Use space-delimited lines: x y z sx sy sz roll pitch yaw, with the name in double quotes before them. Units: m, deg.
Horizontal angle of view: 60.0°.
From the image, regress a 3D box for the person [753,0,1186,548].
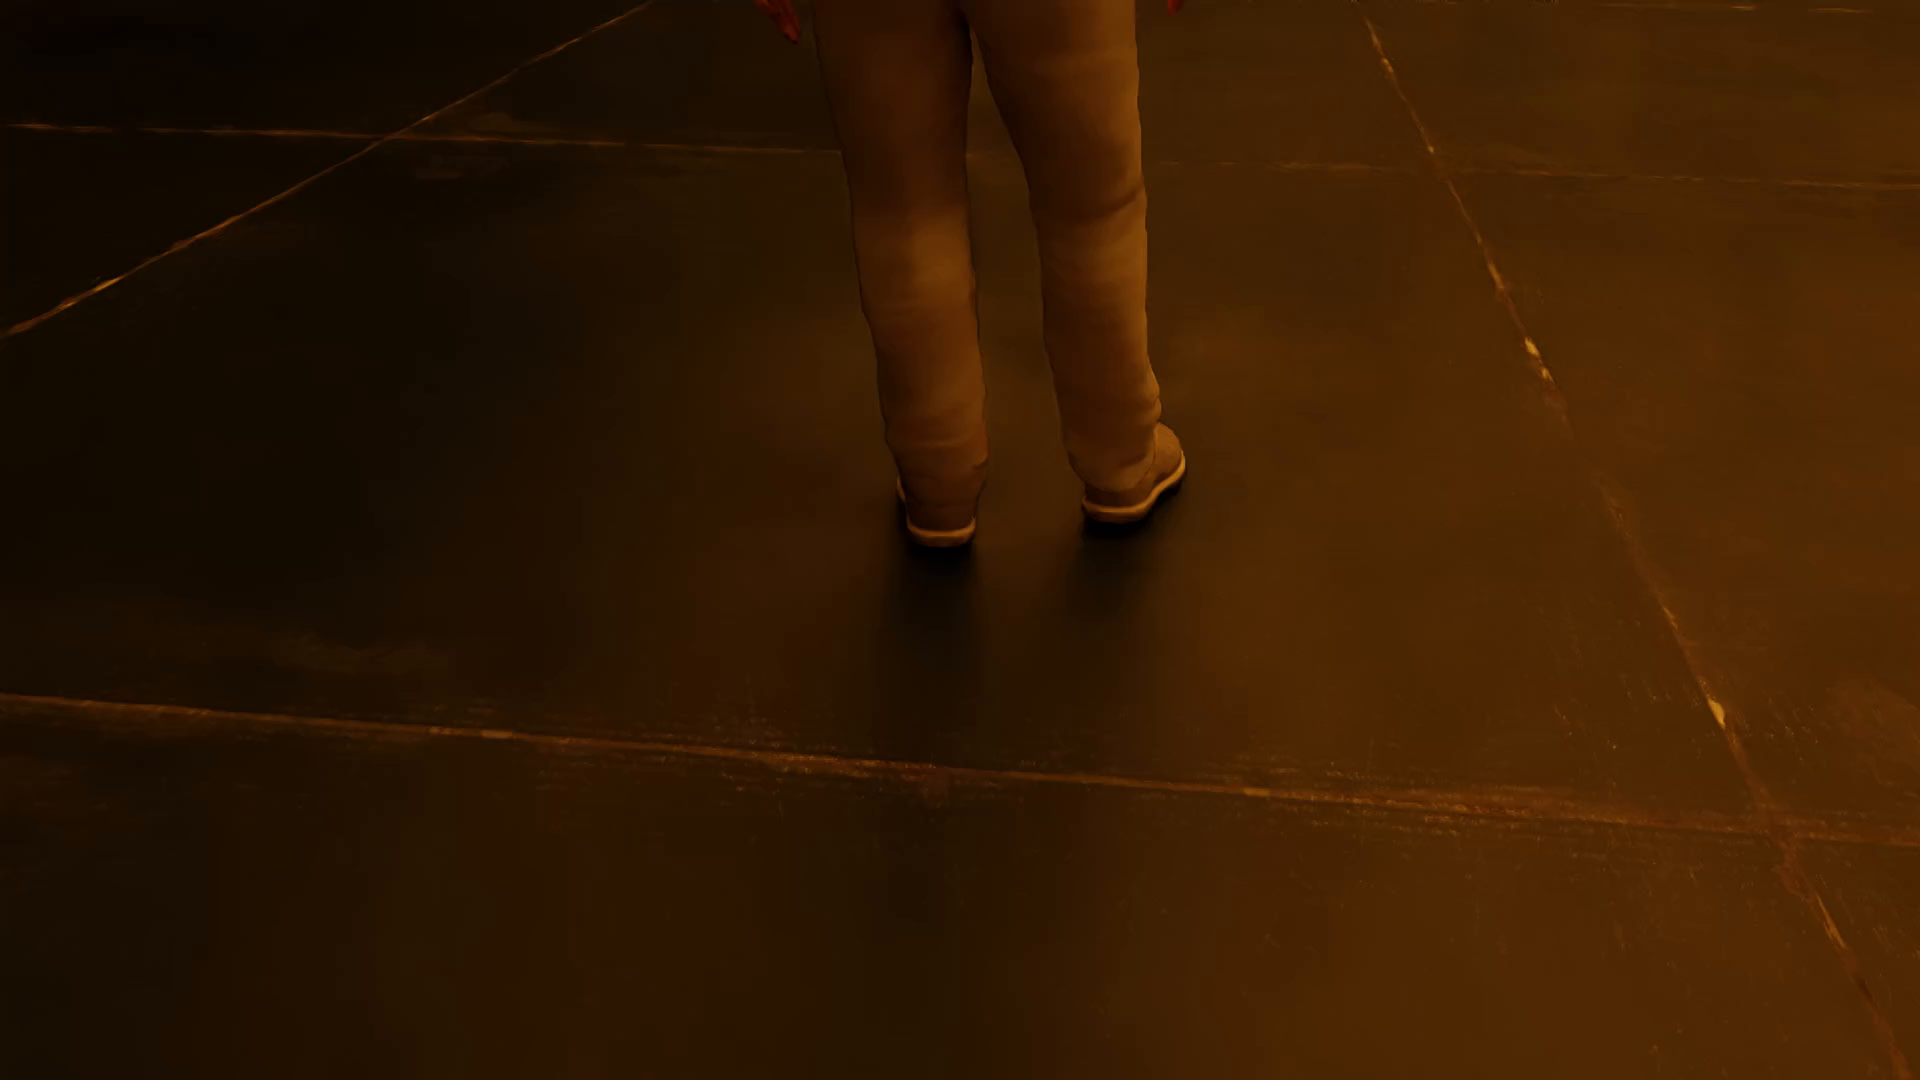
"person" 0.022 -0.838 2.166 0.640 1.781 0.574 3 27 7
